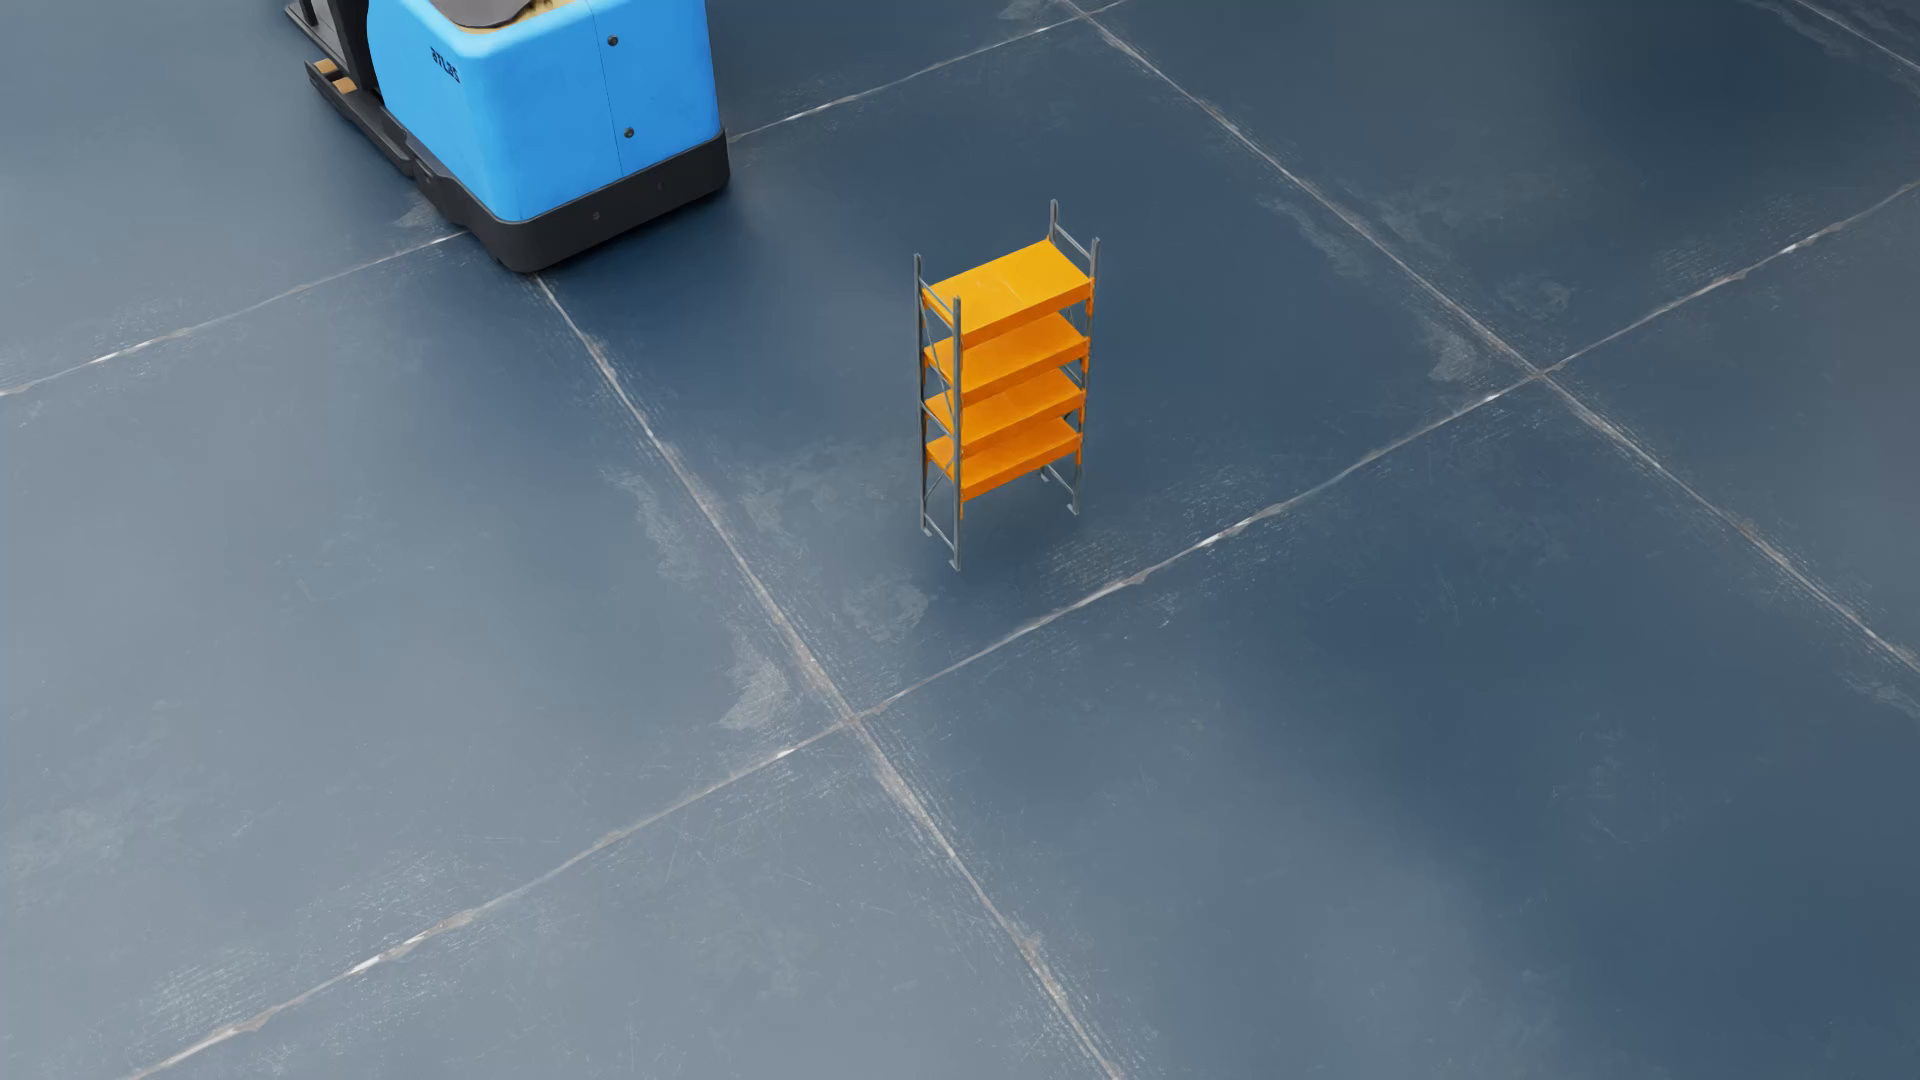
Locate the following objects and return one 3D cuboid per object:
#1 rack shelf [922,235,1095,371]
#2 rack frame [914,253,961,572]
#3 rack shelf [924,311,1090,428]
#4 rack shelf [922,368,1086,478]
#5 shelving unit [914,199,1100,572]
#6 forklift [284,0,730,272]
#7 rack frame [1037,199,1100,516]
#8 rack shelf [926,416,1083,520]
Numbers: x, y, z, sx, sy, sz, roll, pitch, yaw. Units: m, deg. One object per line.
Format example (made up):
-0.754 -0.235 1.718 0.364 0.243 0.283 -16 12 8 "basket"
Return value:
0.140 -0.726 5.067 0.480 0.148 0.258 -25 53 -21 "rack shelf"
-0.066 -0.368 5.274 0.015 1.200 0.240 -25 53 -21 "rack frame"
0.140 -0.569 5.244 0.480 0.148 0.258 -25 53 -21 "rack shelf"
0.140 -0.420 5.411 0.480 0.148 0.258 -25 53 -21 "rack shelf"
0.140 -0.465 5.361 0.503 1.200 0.258 -25 53 -21 "shelving unit"
-2.287 -3.080 6.530 1.130 2.935 3.031 -31 55 -25 "forklift"
0.346 -0.562 5.447 0.015 1.200 0.240 -25 53 -21 "rack frame"
0.140 -0.288 5.559 0.480 0.148 0.258 -25 53 -21 "rack shelf"
